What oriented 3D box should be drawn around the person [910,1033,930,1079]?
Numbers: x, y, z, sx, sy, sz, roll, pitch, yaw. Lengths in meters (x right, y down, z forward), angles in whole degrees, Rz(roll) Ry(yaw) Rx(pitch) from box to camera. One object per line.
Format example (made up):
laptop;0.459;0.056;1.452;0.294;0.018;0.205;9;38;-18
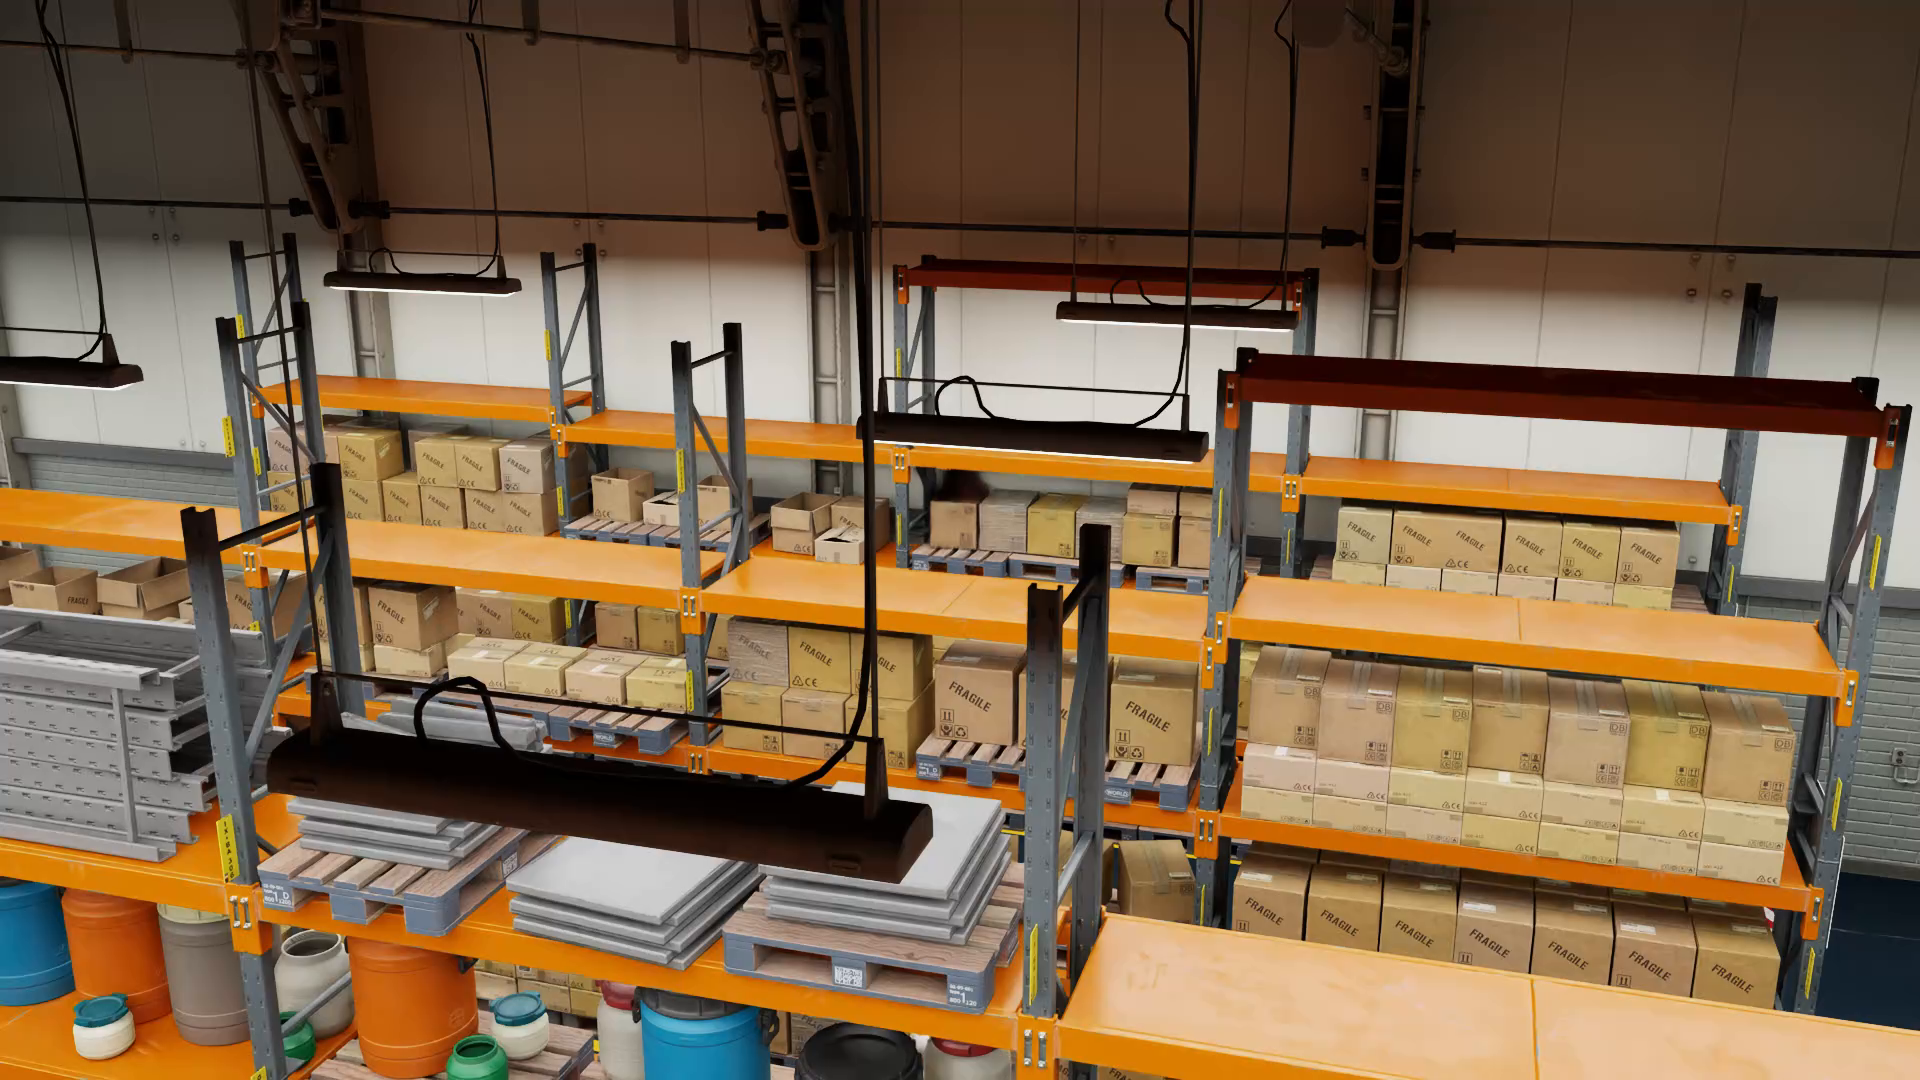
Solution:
person;-0.310;4.090;11.407;0.643;1.801;0.561;4;17;15
